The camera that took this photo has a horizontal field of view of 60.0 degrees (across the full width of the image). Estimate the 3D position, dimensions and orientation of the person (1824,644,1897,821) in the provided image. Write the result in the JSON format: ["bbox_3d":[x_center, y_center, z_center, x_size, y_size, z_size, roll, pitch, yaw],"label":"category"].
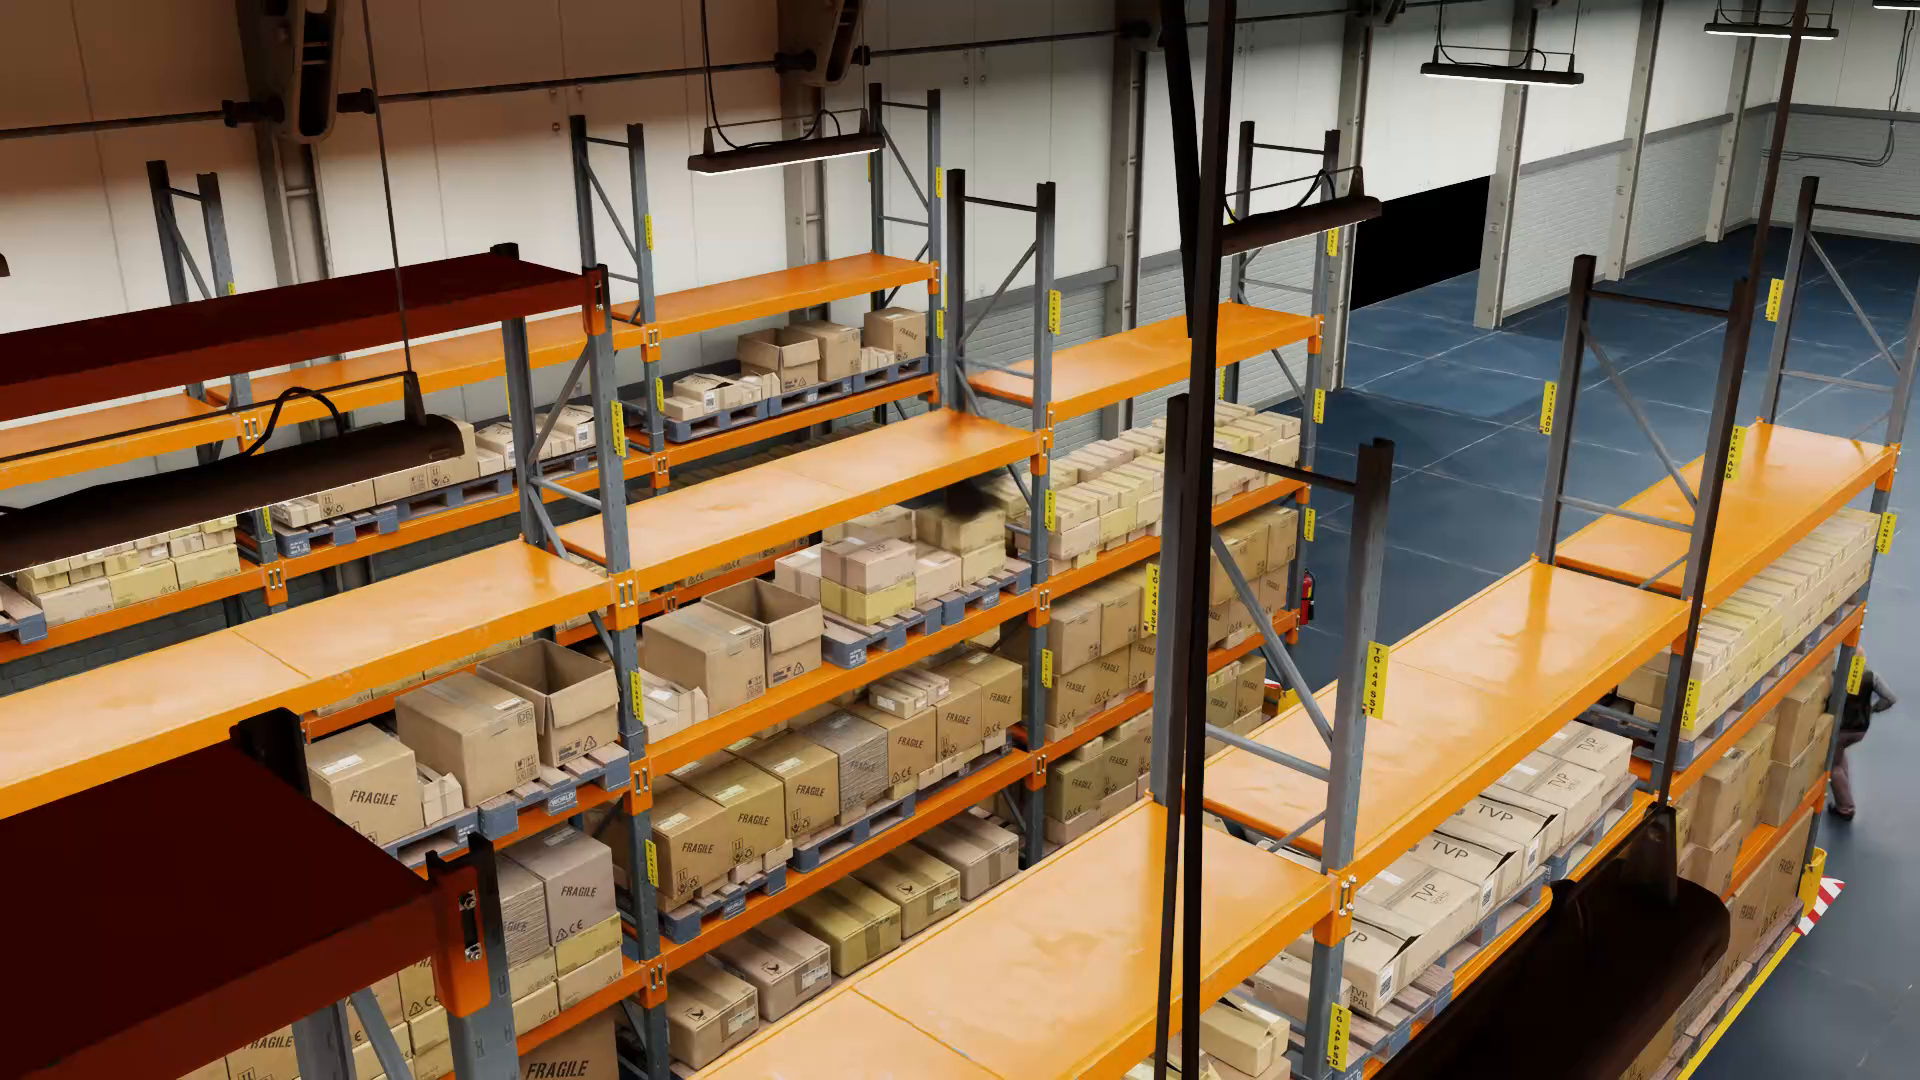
[{"bbox_3d":[8.051,1.734,15.221,0.686,1.738,0.620,-1,21,-2],"label":"person"}]
